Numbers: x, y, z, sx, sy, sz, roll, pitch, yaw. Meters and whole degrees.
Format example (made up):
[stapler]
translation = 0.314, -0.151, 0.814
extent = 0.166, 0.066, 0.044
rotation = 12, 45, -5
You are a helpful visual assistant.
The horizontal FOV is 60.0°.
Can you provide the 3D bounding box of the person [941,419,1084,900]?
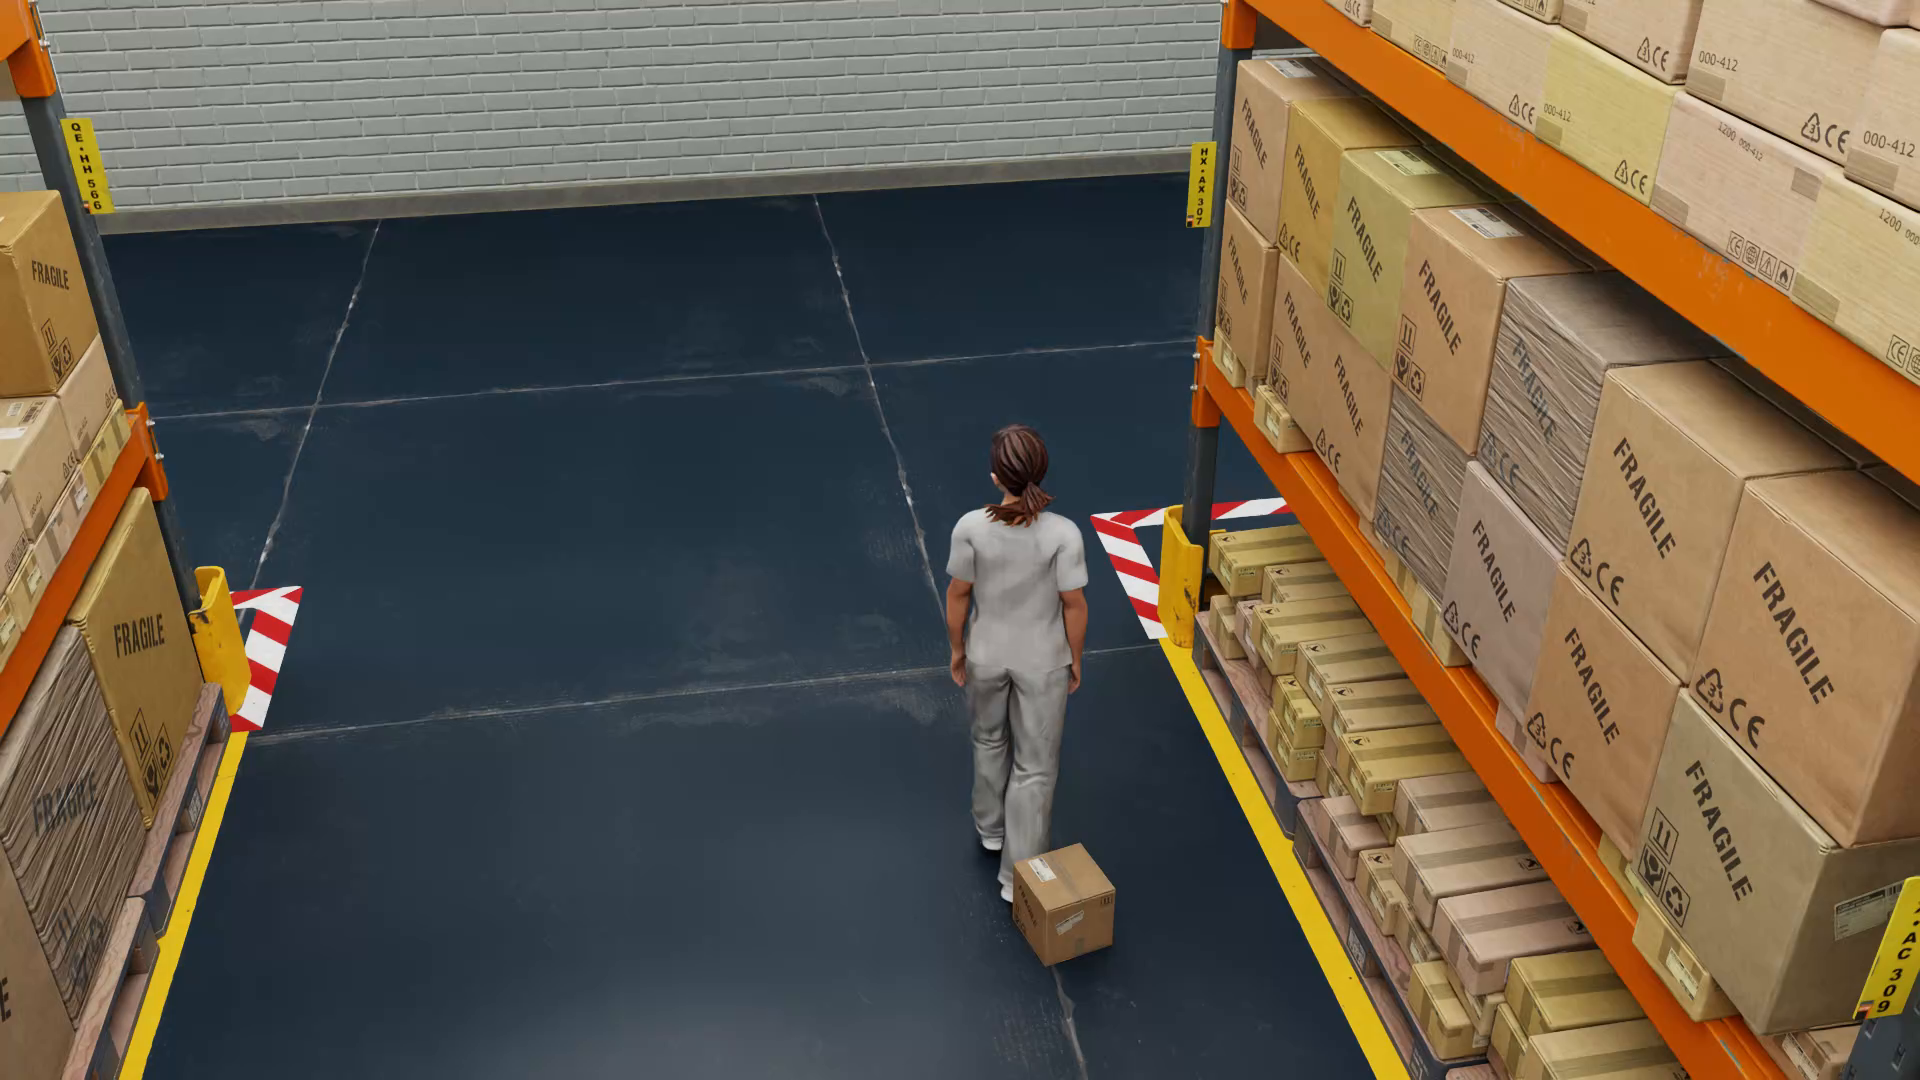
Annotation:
[person]
translation = 0.179, 0.394, 5.476
extent = 0.483, 1.668, 0.565
rotation = 6, 31, 11
